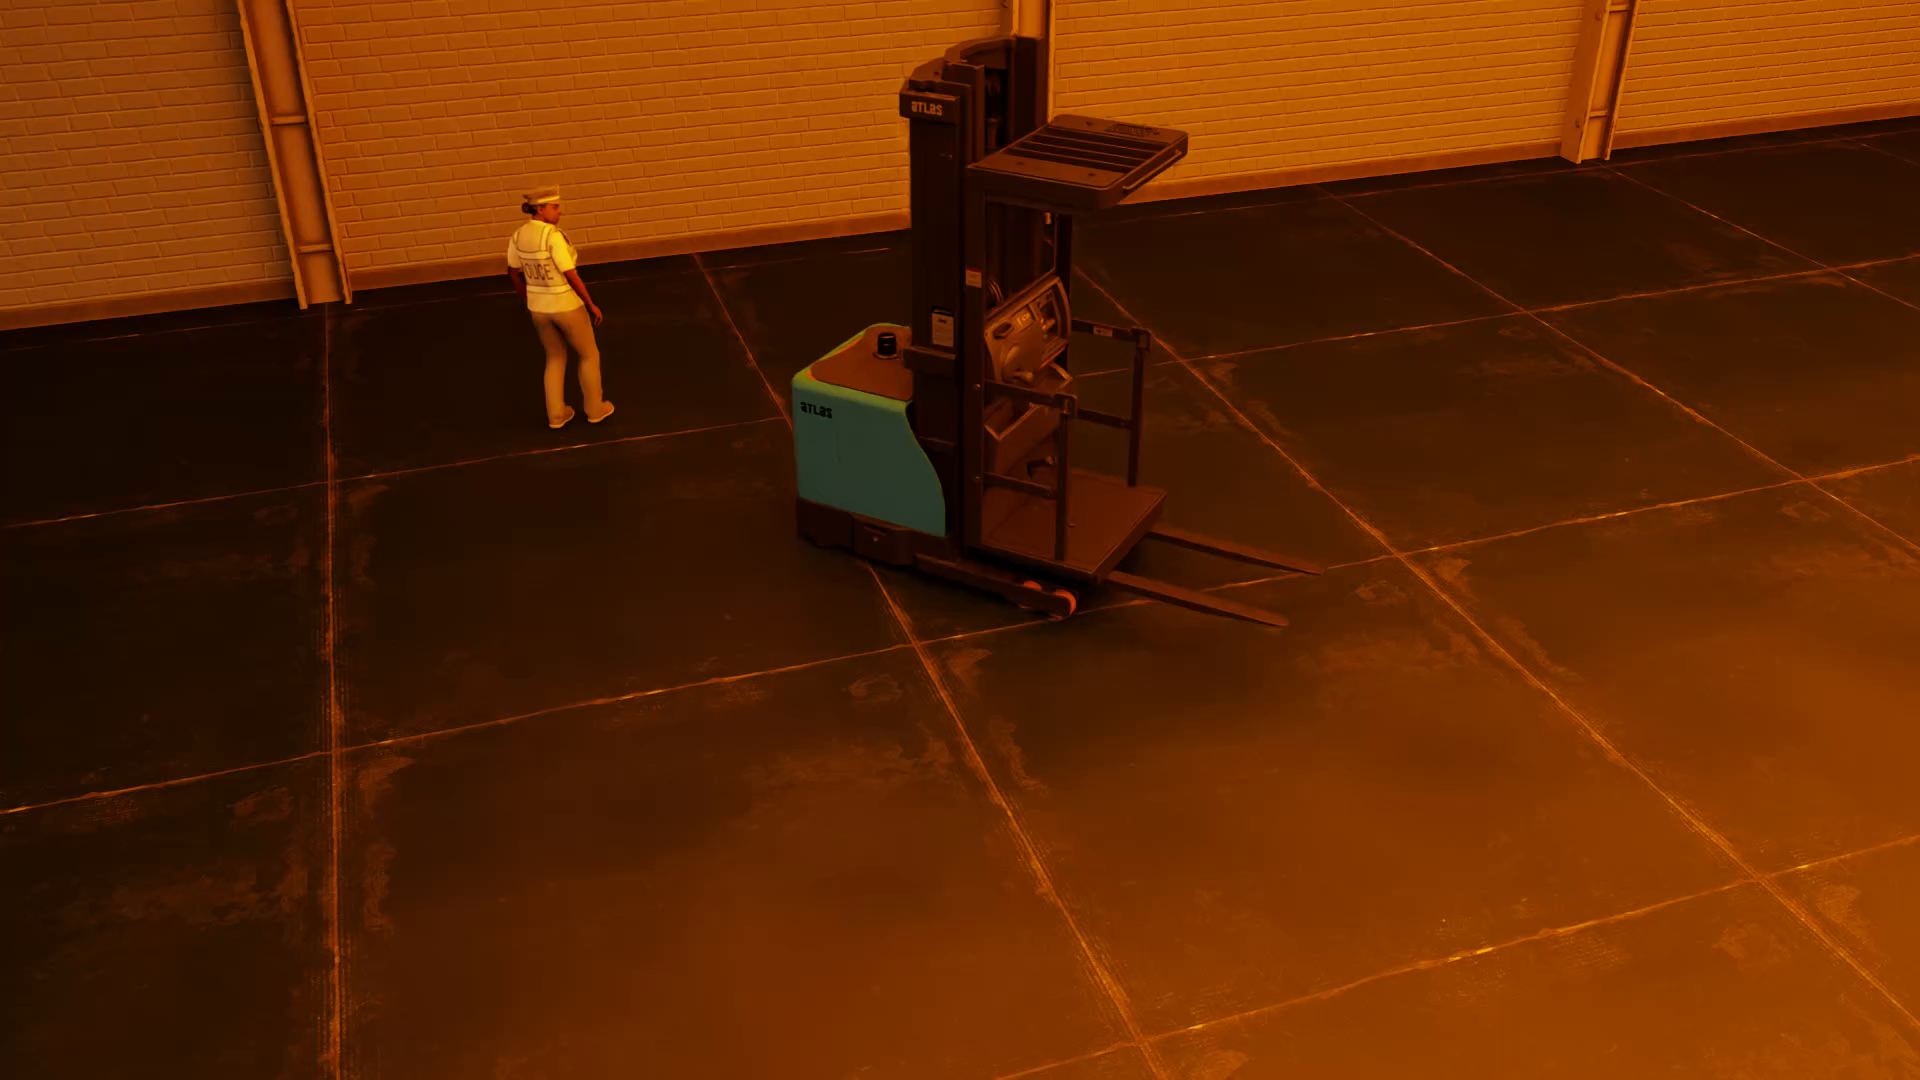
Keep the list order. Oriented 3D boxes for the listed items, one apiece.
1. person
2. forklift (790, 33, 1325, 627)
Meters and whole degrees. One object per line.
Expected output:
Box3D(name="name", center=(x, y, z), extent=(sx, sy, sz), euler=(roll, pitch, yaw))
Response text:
Box3D(name="person", center=(-2.649, -1.559, 11.080), extent=(0.657, 1.656, 0.470), euler=(11, 32, 19))
Box3D(name="forklift", center=(0.554, -1.130, 9.050), extent=(3.031, 2.935, 1.130), euler=(15, 33, 25))
